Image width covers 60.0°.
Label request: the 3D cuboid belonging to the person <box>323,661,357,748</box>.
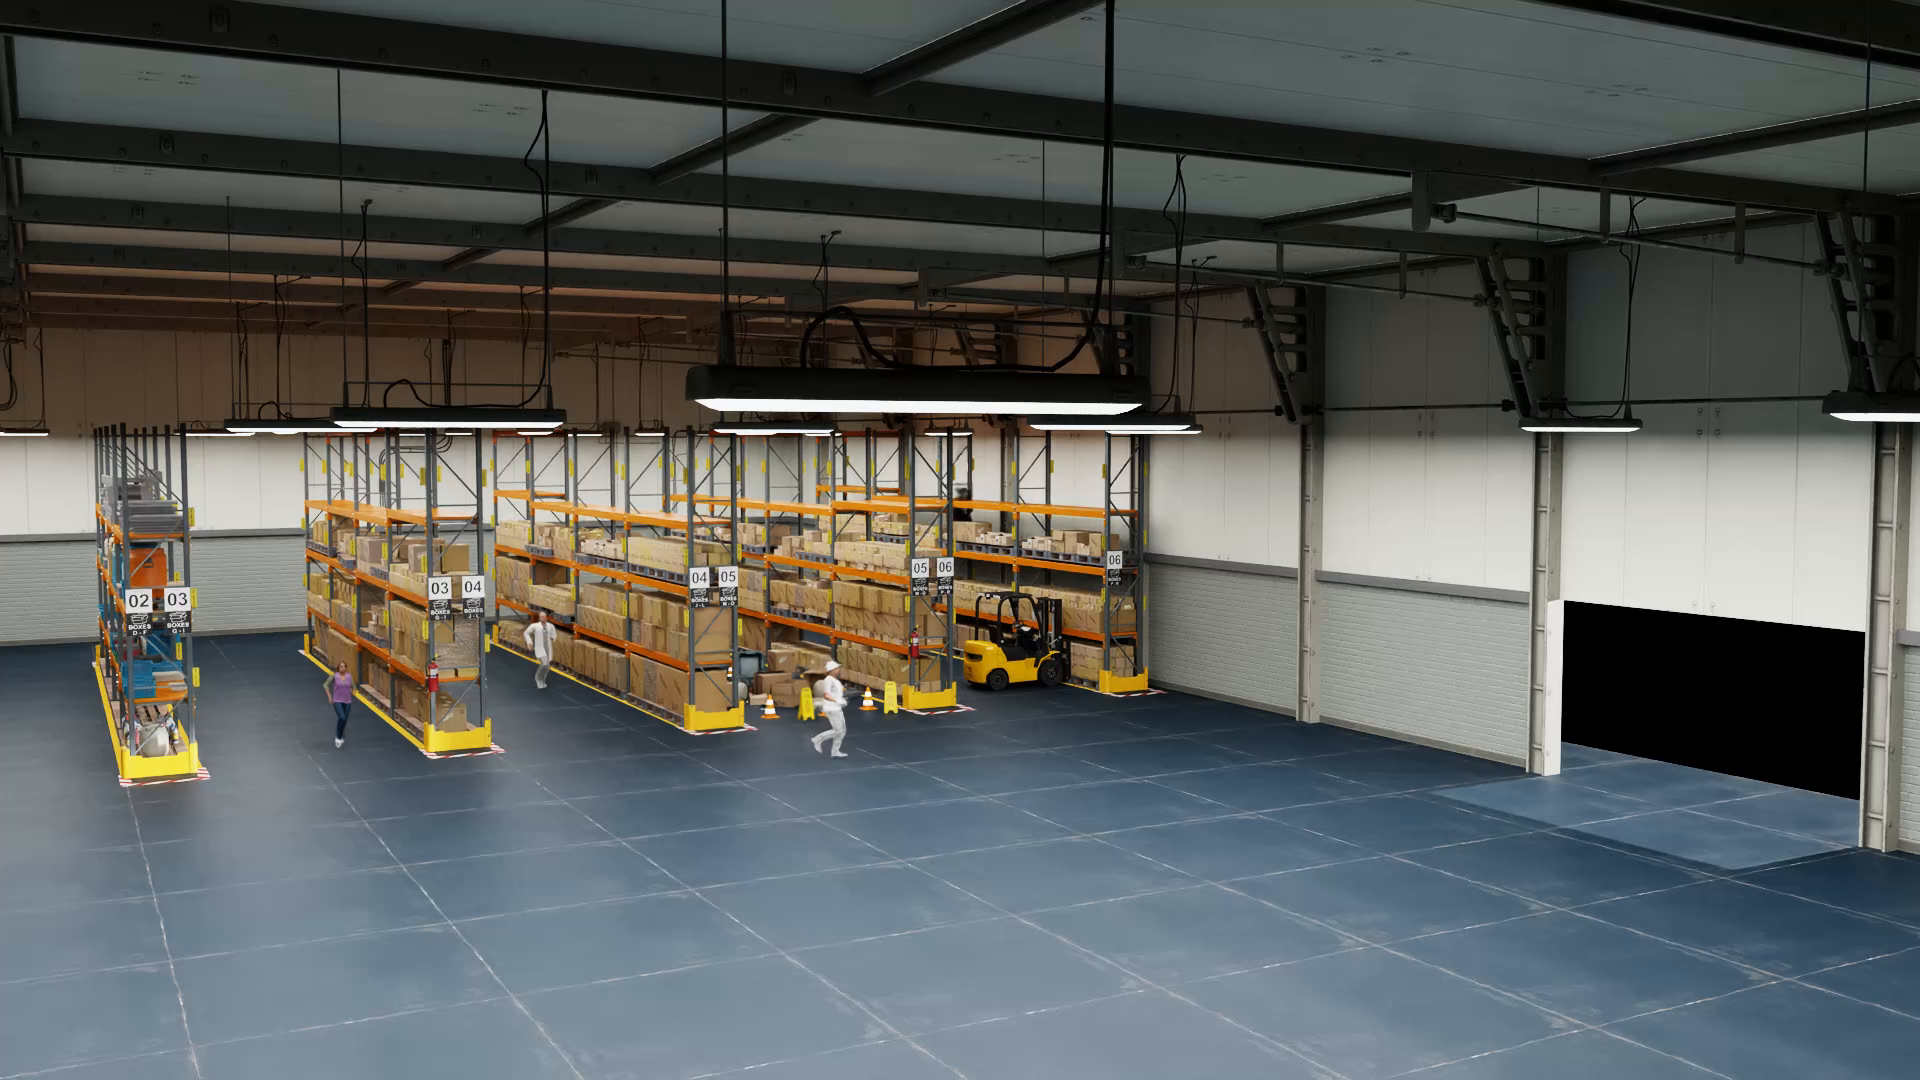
[{"bbox_3d":[-11.516,3.051,31.008,0.528,1.604,0.684,-3,5,-42],"label":"person"}]

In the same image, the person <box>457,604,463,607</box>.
[{"bbox_3d":[-14.064,2.091,46.840,0.585,1.602,0.949,2,4,30],"label":"person"}]

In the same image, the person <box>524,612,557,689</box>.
[{"bbox_3d":[-9.537,2.531,38.065,0.680,1.759,0.749,-3,5,-41],"label":"person"}]

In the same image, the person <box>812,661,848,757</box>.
[{"bbox_3d":[-2.320,3.041,29.889,0.671,1.741,0.677,0,3,4],"label":"person"}]
